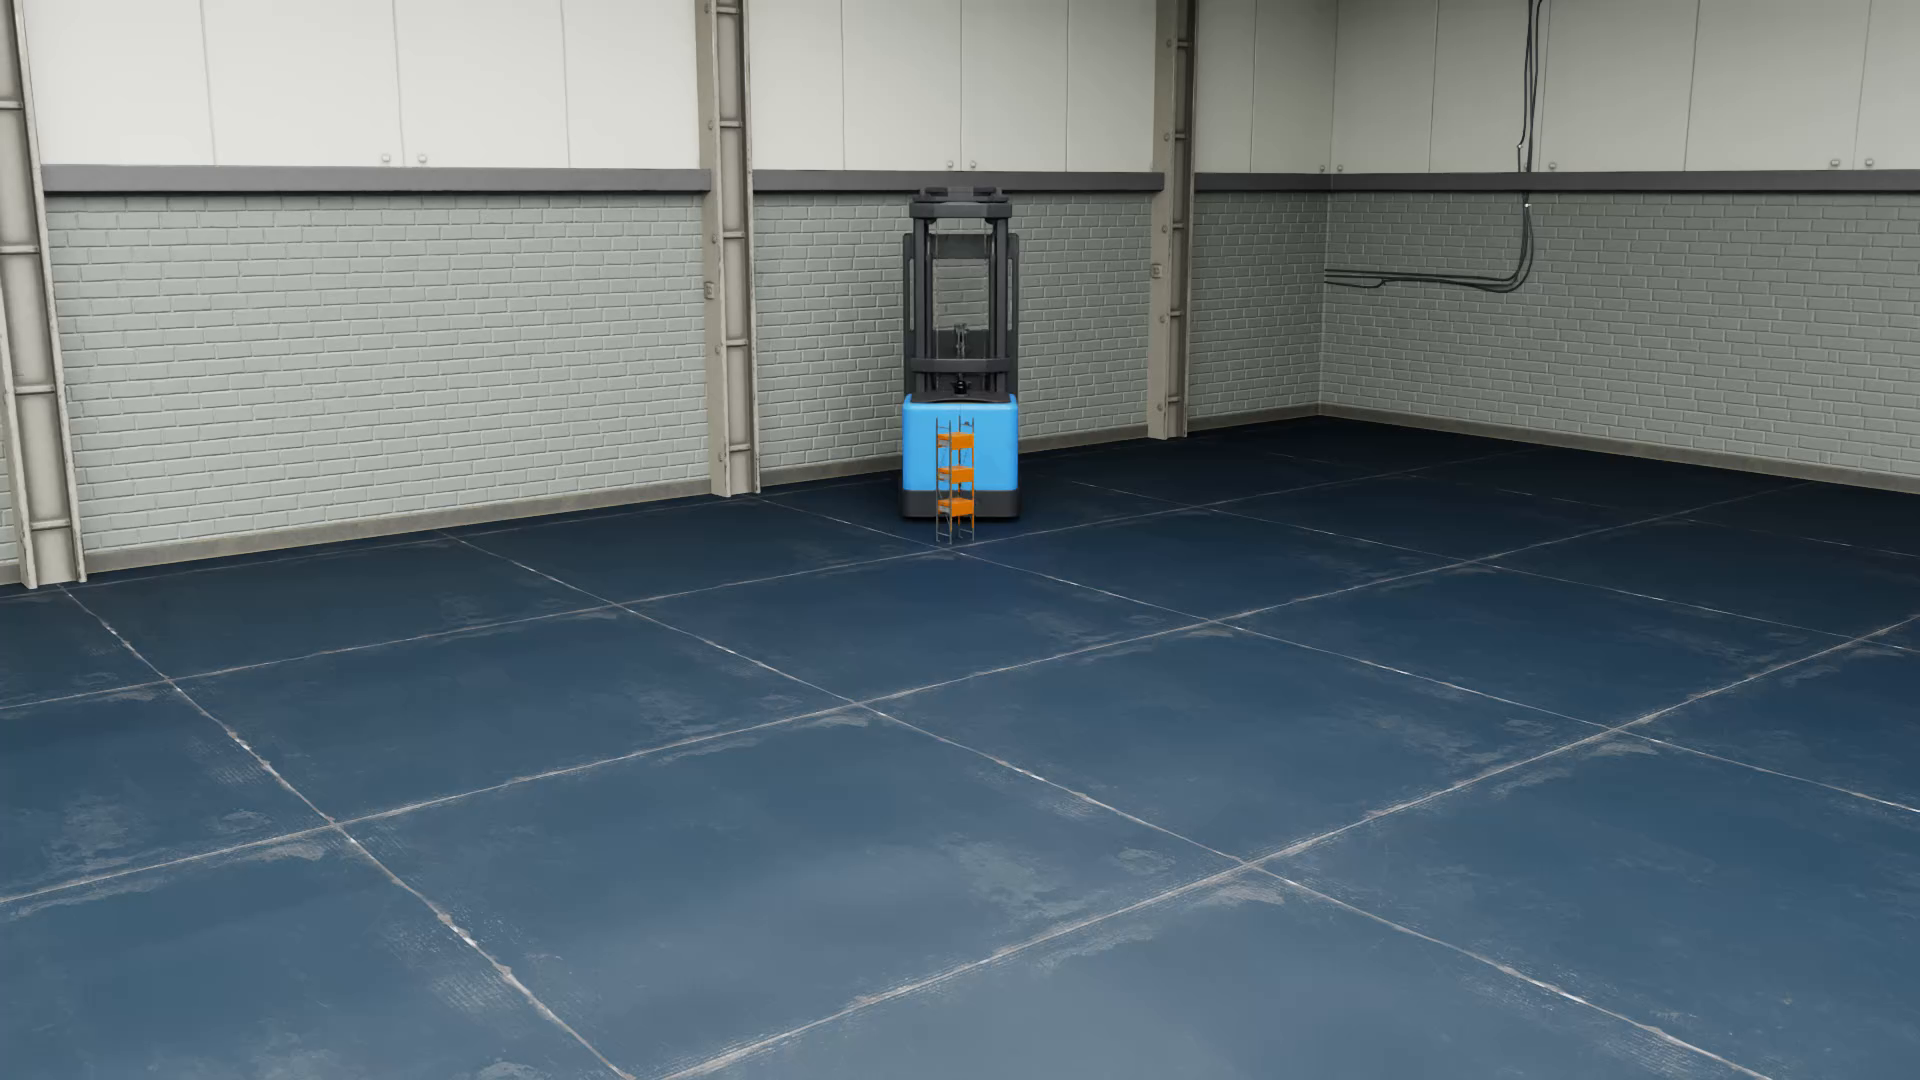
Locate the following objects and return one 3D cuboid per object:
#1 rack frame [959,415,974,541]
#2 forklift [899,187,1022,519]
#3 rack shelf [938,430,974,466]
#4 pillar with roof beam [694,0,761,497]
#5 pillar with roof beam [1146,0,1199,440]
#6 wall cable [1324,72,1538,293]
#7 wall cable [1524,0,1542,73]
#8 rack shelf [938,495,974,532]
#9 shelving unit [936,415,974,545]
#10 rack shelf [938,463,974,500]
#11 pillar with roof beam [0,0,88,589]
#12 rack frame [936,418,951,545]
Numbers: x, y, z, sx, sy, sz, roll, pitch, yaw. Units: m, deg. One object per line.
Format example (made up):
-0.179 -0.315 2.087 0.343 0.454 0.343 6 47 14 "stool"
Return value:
0.054 -0.522 14.062 0.008 1.050 0.200 -9 15 -38 "rack frame"
0.009 -1.880 15.925 1.130 2.935 3.031 0 12 0 "forklift"
-0.042 -0.774 13.930 0.240 0.259 0.215 -9 15 -38 "rack shelf"
0.486 -4.167 12.090 0.400 9.000 9.100 -9 15 -38 "pillar with roof beam"
5.171 -4.946 15.756 0.400 9.000 9.100 -9 15 -38 "pillar with roof beam"
5.609 -4.293 20.157 0.112 2.526 3.097 -9 15 -38 "wall cable"
7.299 -6.325 17.566 0.112 2.526 3.097 -9 15 -38 "wall cable"
-0.042 -0.224 14.047 0.240 0.259 0.215 -9 15 -38 "rack shelf"
-0.042 -0.507 13.987 0.252 1.050 0.215 -9 15 -38 "shelving unit"
-0.042 -0.496 13.989 0.240 0.259 0.215 -9 15 -38 "rack shelf"
-4.199 -3.389 8.423 0.400 9.000 9.100 -9 15 -38 "pillar with roof beam"
-0.137 -0.491 13.912 0.008 1.050 0.200 -9 15 -38 "rack frame"
